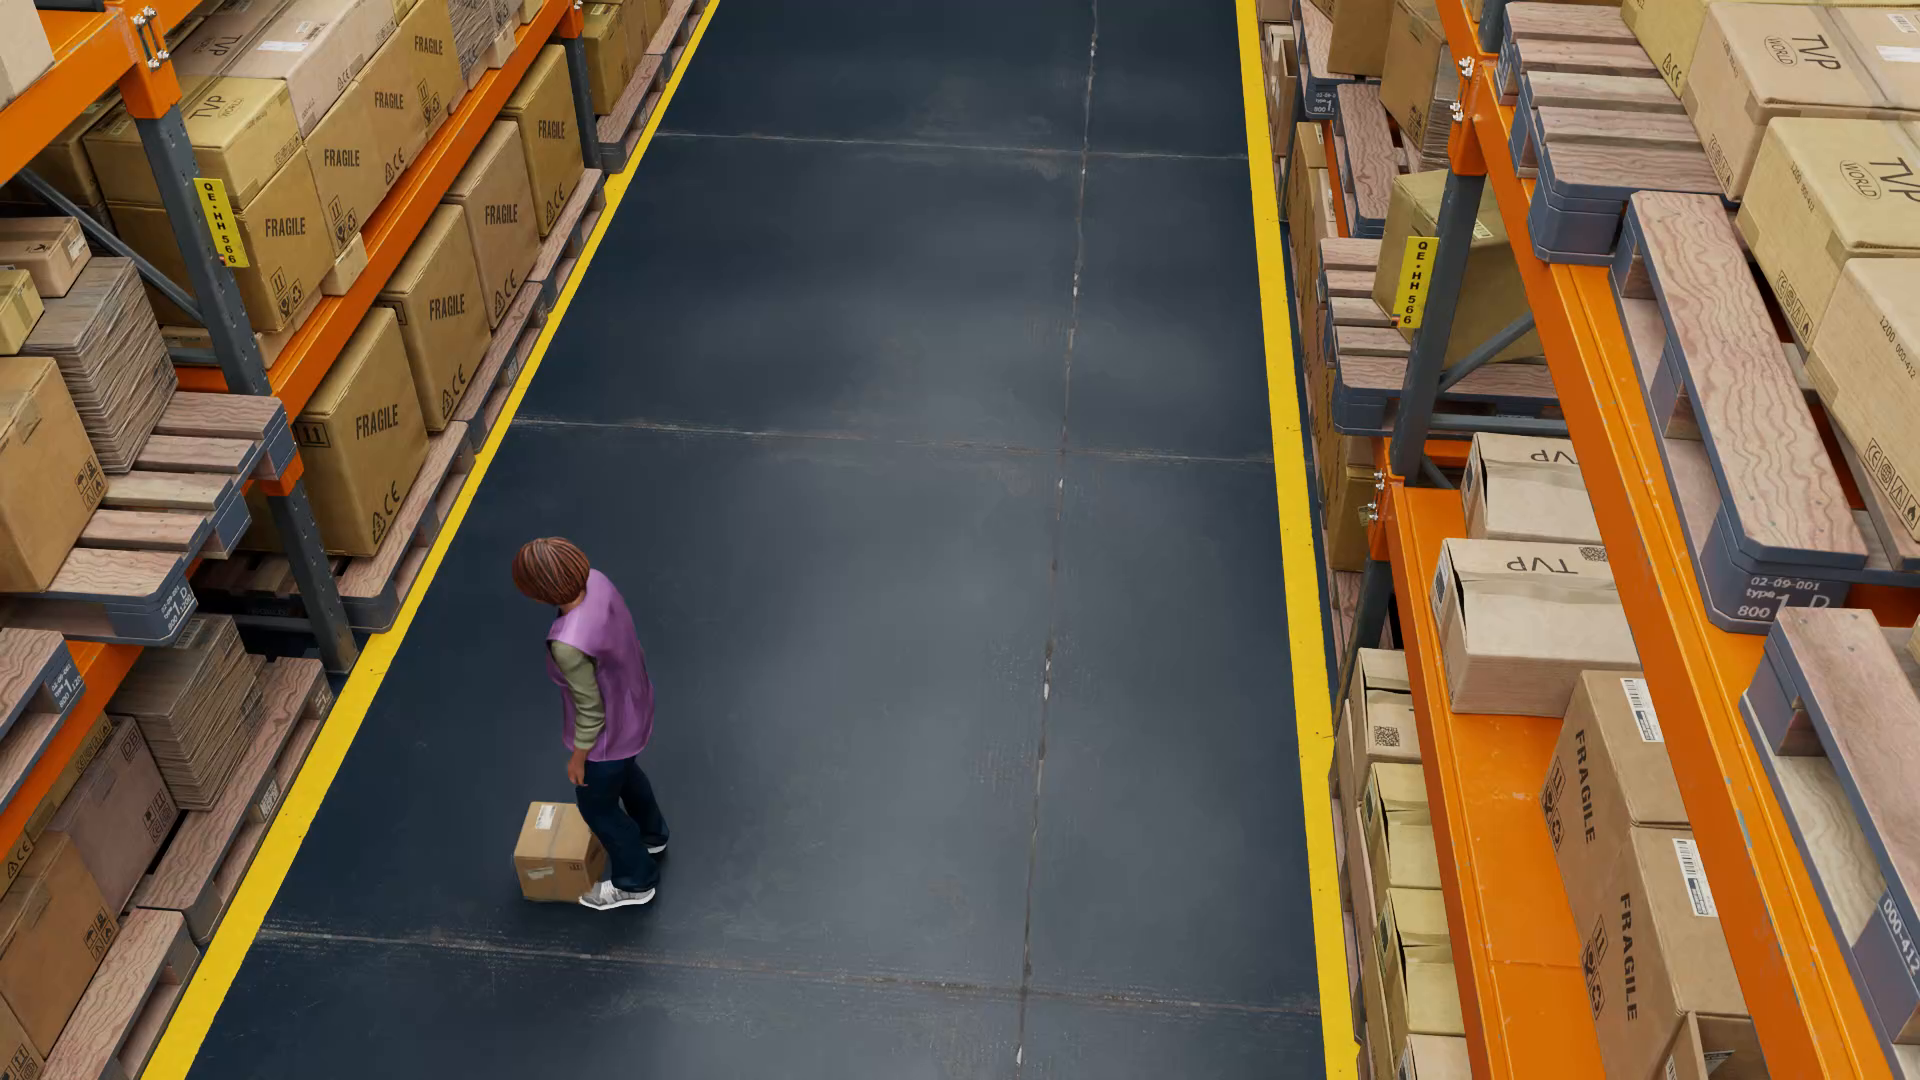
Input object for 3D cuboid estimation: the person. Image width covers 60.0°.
[{"bbox_3d":[-1.174,0.605,5.460,0.342,1.593,0.461,2,41,2],"label":"person"}]
